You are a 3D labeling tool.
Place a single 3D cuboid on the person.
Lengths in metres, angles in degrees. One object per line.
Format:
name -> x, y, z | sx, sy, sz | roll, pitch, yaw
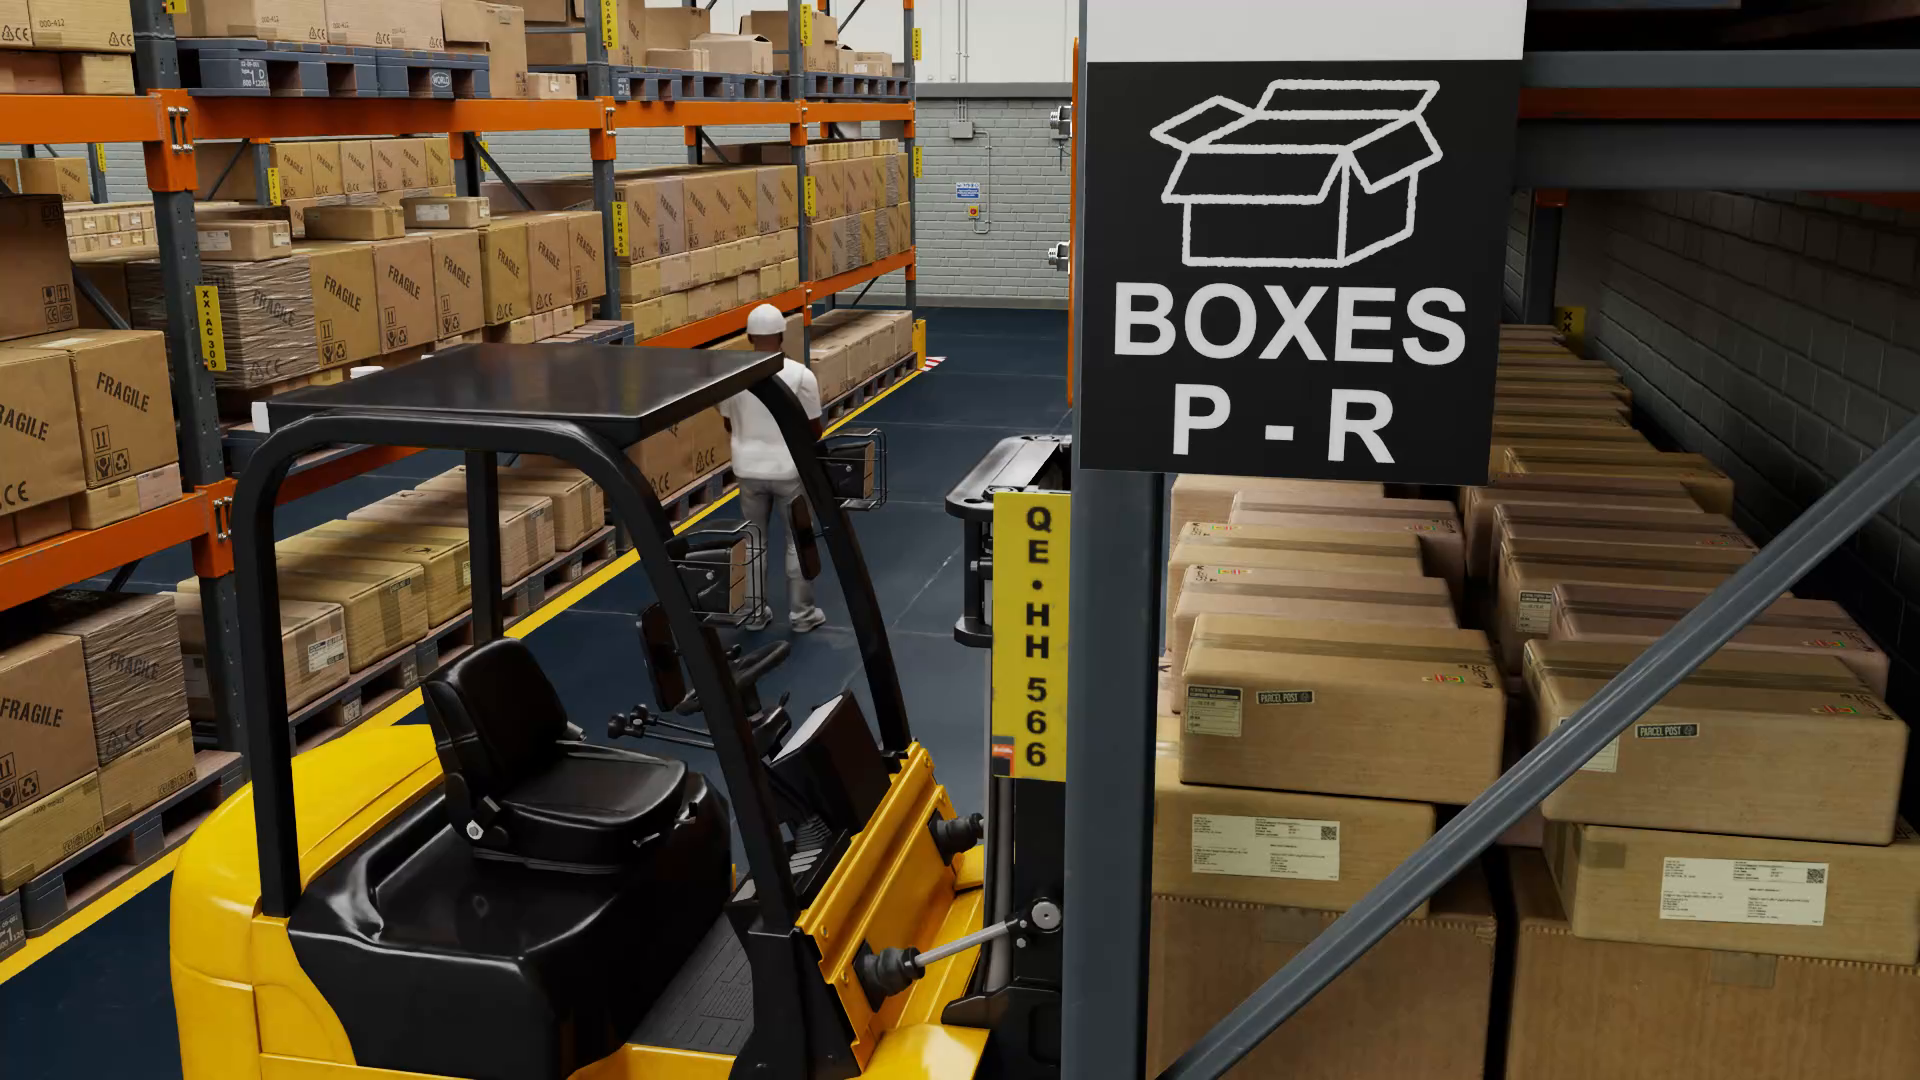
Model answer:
person -> -0.987, -0.392, 8.966 | 0.547, 1.769, 0.532 | 3, 15, 11
